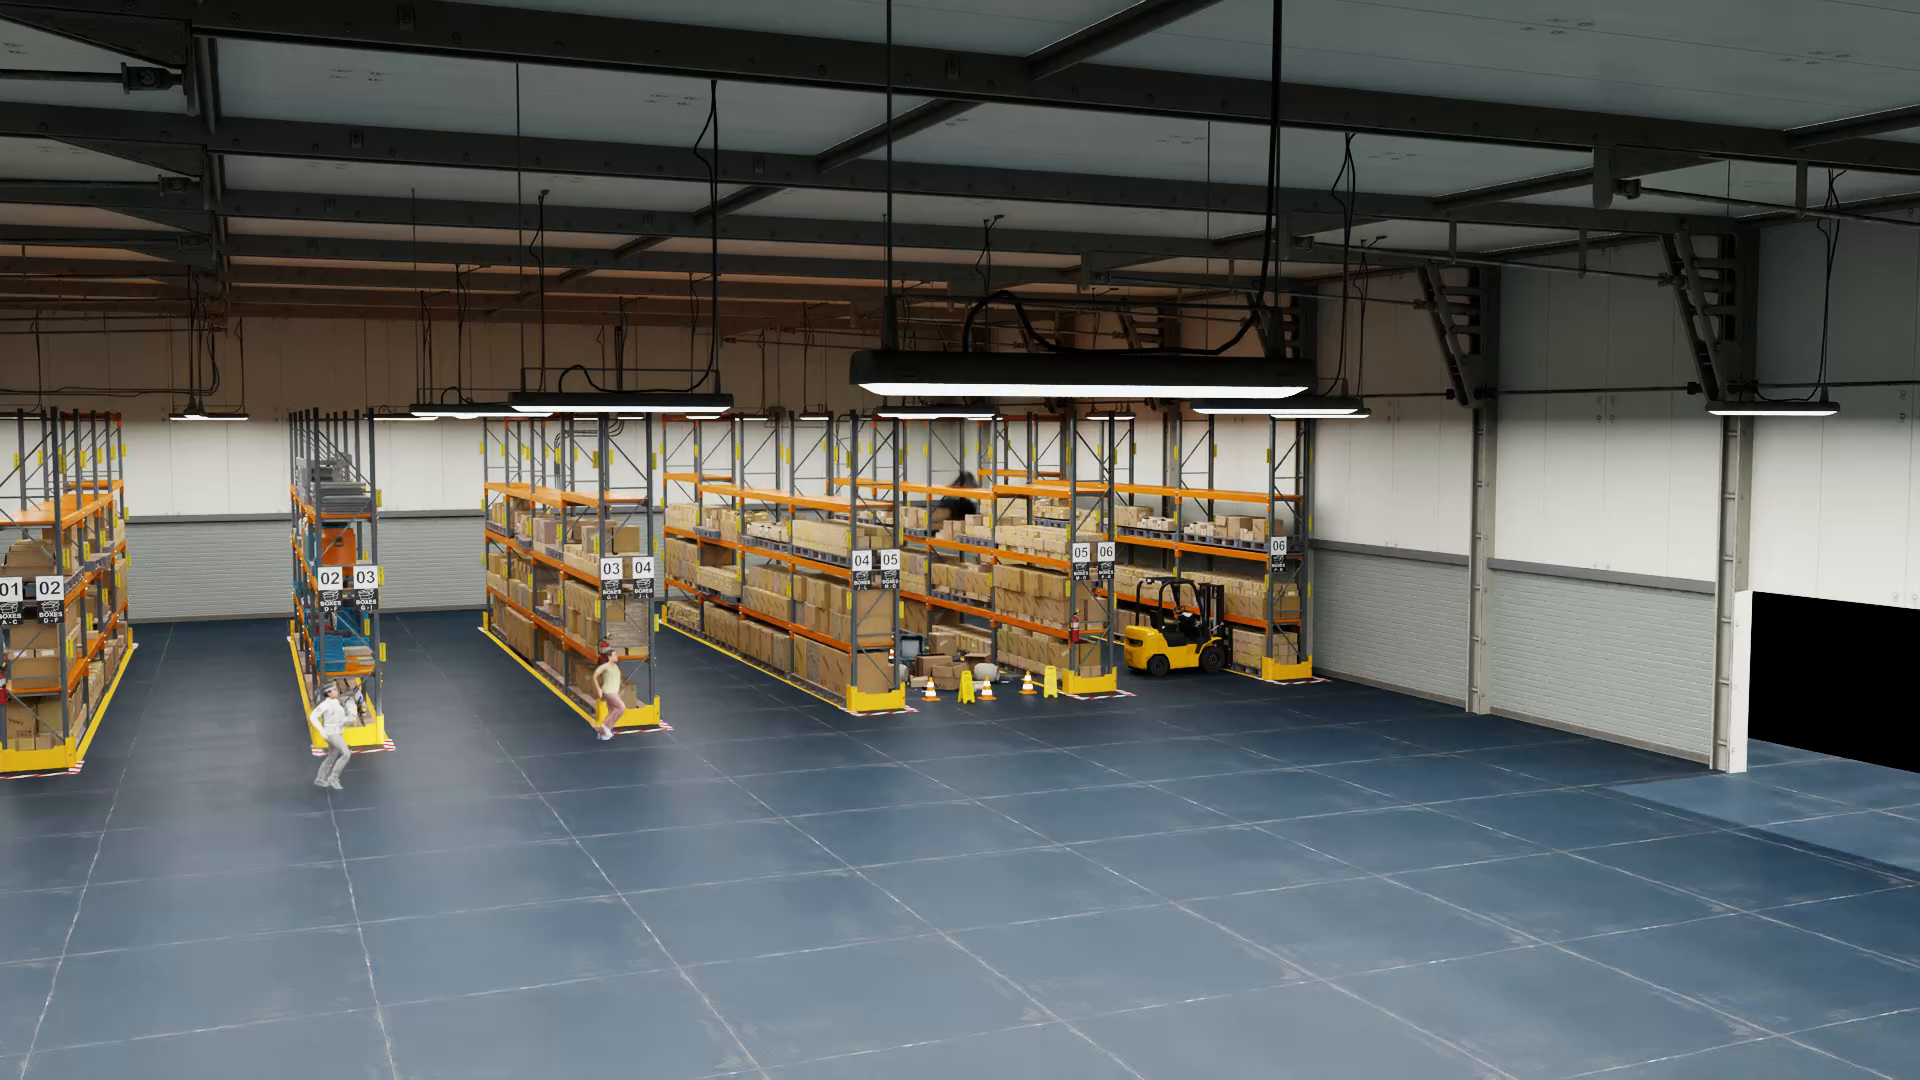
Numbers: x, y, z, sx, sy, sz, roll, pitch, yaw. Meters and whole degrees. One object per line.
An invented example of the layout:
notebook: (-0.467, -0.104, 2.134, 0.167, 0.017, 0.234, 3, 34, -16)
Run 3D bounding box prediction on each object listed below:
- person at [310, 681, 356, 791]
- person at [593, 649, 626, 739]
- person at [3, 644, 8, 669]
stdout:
person: (-9.771, 3.060, 25.956, 0.690, 1.712, 0.578, 0, 4, -2)
person: (-6.282, 2.793, 30.191, 0.569, 1.615, 0.571, 1, 4, 19)
person: (-19.247, 2.587, 33.055, 0.579, 1.623, 0.575, -2, 4, -24)
